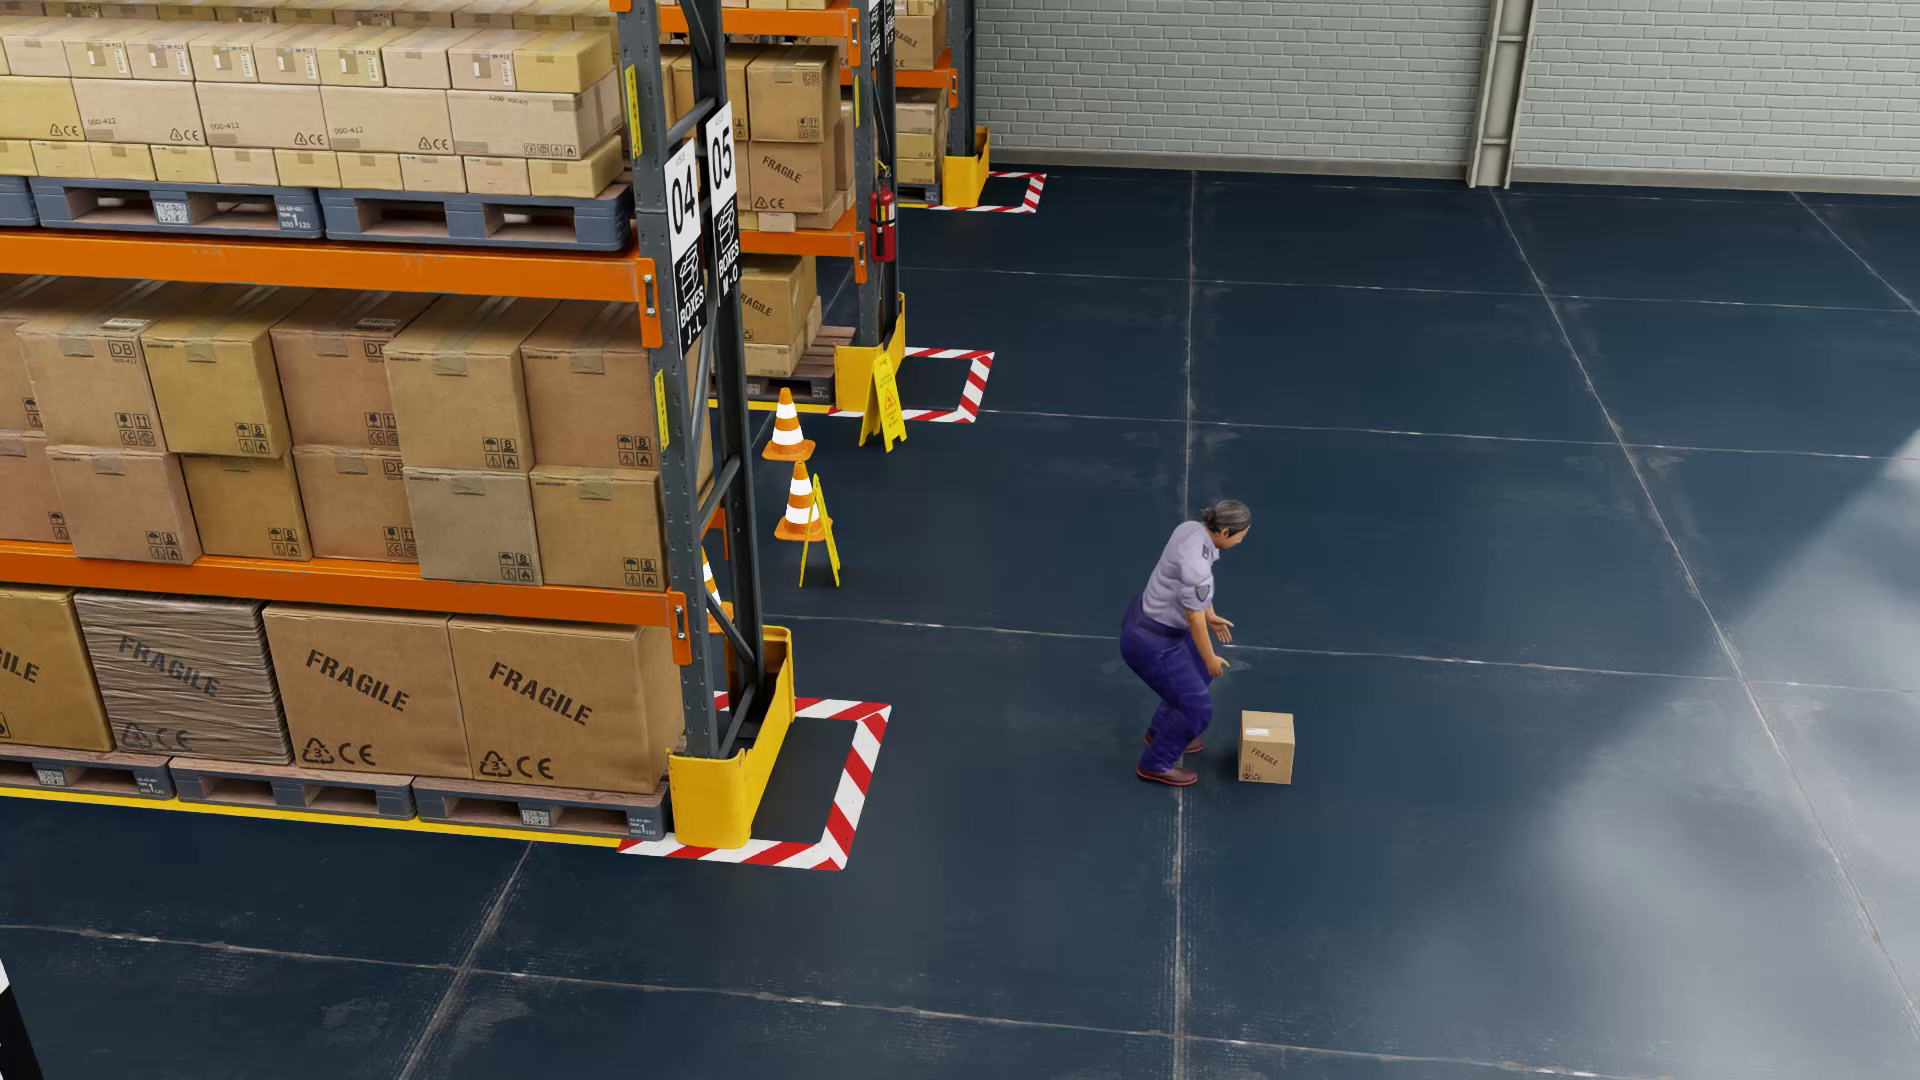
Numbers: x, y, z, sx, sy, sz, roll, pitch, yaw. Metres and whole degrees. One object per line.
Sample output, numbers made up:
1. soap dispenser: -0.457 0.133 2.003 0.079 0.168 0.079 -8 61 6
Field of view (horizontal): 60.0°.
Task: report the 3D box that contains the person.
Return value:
1. person: 1.057 0.458 7.999 0.573 1.469 0.521 4 29 7
